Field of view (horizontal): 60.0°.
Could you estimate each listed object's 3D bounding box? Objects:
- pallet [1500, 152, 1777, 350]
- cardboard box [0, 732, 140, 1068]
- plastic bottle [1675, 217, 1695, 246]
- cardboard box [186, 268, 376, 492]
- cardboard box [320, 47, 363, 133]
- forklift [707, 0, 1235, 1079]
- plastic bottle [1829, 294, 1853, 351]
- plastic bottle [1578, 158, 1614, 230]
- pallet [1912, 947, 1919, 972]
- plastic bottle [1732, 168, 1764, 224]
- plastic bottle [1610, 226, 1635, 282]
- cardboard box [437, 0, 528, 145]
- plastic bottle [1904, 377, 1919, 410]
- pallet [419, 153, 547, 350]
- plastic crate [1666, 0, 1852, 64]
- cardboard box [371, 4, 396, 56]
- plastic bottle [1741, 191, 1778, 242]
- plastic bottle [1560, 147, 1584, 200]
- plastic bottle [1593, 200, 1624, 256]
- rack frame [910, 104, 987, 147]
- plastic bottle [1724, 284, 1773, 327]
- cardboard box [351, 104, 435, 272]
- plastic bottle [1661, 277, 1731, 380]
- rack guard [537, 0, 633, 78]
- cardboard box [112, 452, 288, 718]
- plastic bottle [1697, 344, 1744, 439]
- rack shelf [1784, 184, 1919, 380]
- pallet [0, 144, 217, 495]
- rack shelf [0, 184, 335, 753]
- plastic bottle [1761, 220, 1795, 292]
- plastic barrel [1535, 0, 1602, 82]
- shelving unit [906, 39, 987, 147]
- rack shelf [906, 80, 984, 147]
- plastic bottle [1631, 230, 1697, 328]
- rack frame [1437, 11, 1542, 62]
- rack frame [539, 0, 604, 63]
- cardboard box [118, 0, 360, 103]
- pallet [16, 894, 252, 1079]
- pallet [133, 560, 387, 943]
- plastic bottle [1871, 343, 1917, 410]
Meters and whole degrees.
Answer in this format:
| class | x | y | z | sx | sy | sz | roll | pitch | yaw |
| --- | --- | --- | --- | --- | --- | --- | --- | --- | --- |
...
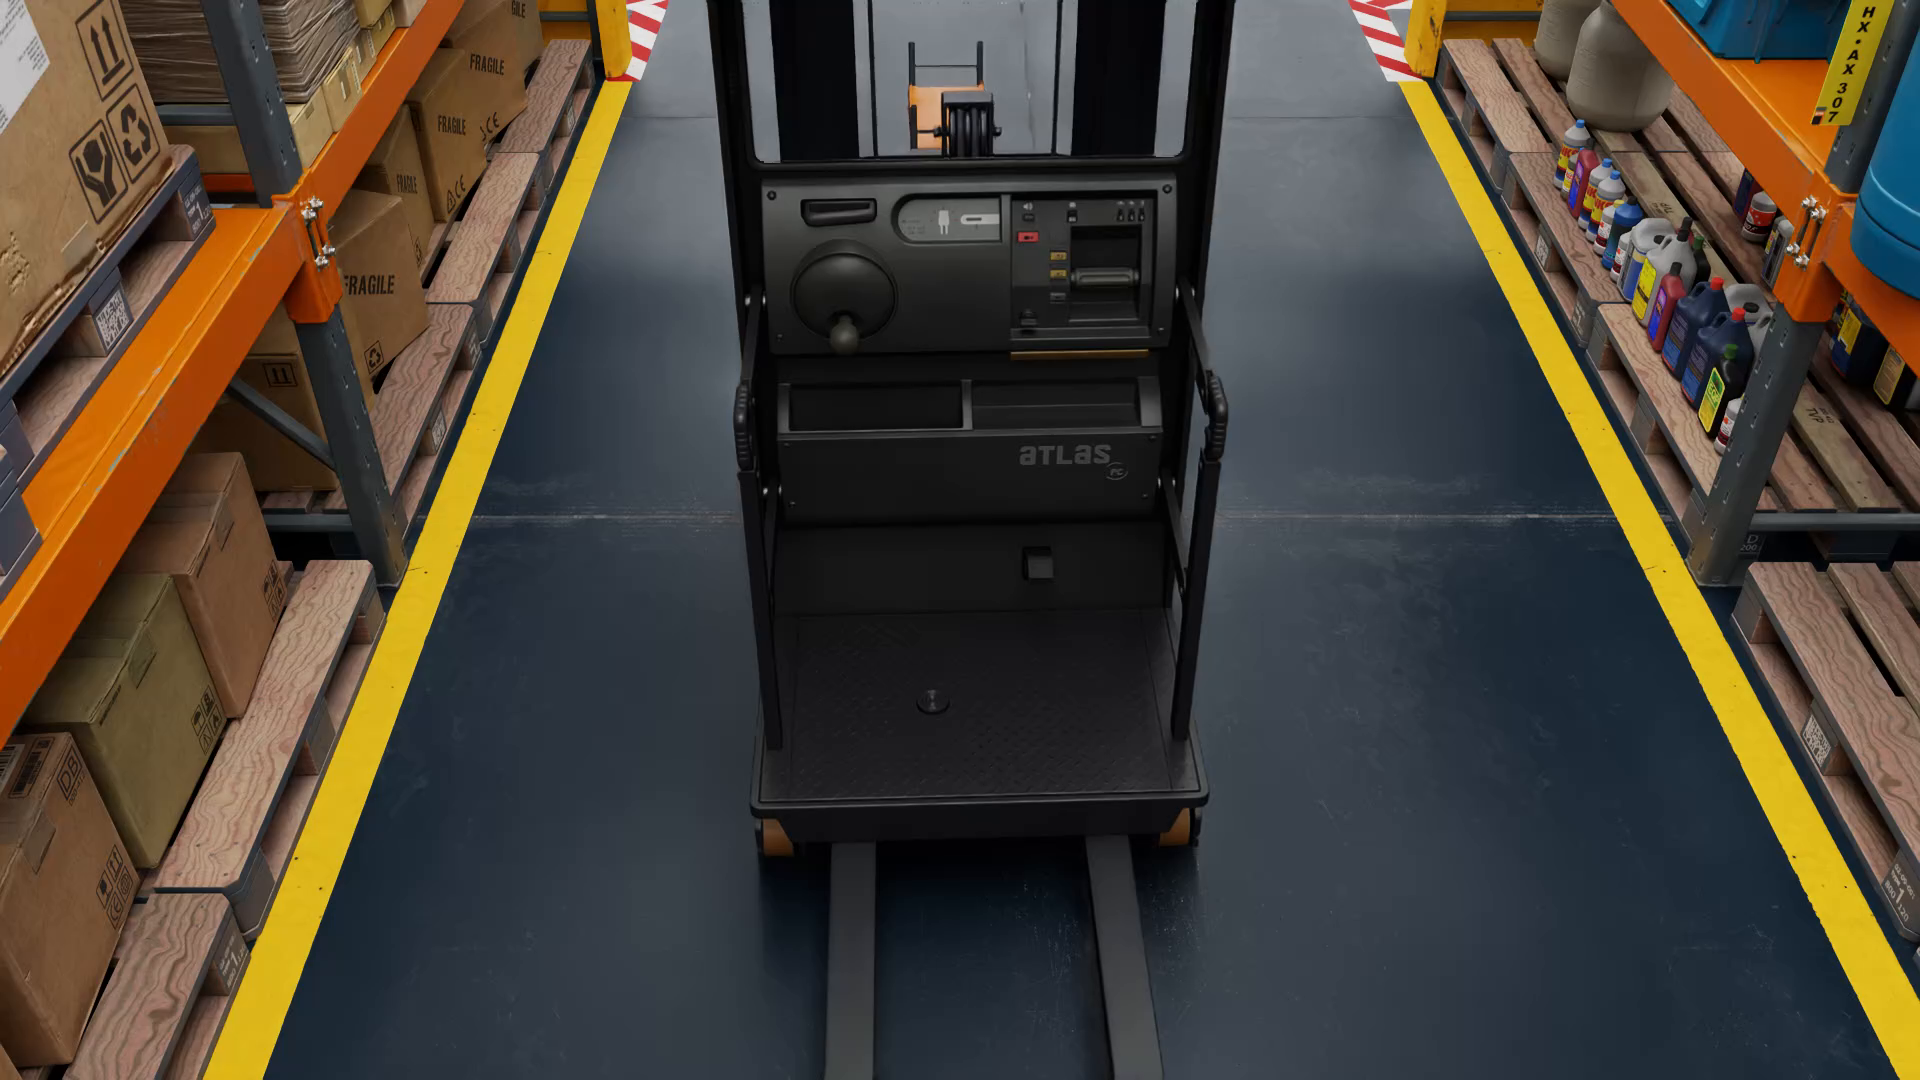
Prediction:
| class | x | y | z | sx | sy | sz | roll | pitch | yaw |
| --- | --- | --- | --- | --- | --- | --- | --- | --- | --- |
| pallet | 2.783 | -1.157 | 6.525 | 1.003 | 0.211 | 1.213 | 0 | 39 | 0 |
| cardboard box | -2.245 | 0.779 | 3.526 | 0.700 | 0.500 | 0.500 | -3 | 39 | -4 |
| plastic bottle | 2.567 | -0.999 | 5.918 | 0.061 | 0.283 | 0.133 | 0 | 39 | 0 |
| cardboard box | -2.167 | -0.495 | 5.133 | 0.500 | 0.500 | 0.500 | -1 | 39 | -1 |
| cardboard box | -1.894 | -1.250 | 4.612 | 0.380 | 0.149 | 0.250 | 0 | 39 | 0 |
| forklift | 0.033 | -0.545 | 3.586 | 1.130 | 2.935 | 3.031 | -1 | 39 | -2 |
| plastic bottle | 3.039 | -0.763 | 5.633 | 0.097 | 0.271 | 0.097 | 0 | 39 | 0 |
| plastic bottle | 2.432 | -1.320 | 6.329 | 0.097 | 0.271 | 0.097 | 0 | 39 | 0 |
| pallet | 2.790 | 1.284 | 3.479 | 1.003 | 0.211 | 1.213 | 0 | 39 | 0 |
| plastic bottle | 3.048 | -1.367 | 6.378 | 0.061 | 0.283 | 0.133 | 0 | 39 | 0 |
| plastic bottle | 2.433 | -1.040 | 6.035 | 0.097 | 0.201 | 0.097 | 0 | 39 | 0 |
| cardboard box | -2.192 | -1.982 | 6.988 | 0.500 | 0.500 | 0.500 | 10 | 40 | 12 |
| plastic bottle | 3.156 | -0.571 | 5.390 | 0.152 | 0.276 | 0.135 | 1 | 39 | 2 |
| pallet | -2.247 | -1.153 | 6.521 | 1.003 | 0.211 | 1.213 | 0 | 39 | 0 |
| plastic crate | 2.473 | -1.694 | 5.084 | 0.499 | 0.251 | 0.616 | 0 | 39 | 0 |
| cardboard box | -1.931 | -1.562 | 5.002 | 0.380 | 0.149 | 0.250 | 0 | 39 | 0 |
| plastic bottle | 3.030 | -1.237 | 6.281 | 0.097 | 0.201 | 0.097 | 0 | 39 | 0 |
| plastic bottle | 2.432 | -1.443 | 6.537 | 0.097 | 0.201 | 0.097 | 0 | 39 | 0 |
| plastic bottle | 2.433 | -1.169 | 6.195 | 0.097 | 0.201 | 0.097 | 0 | 39 | 0 |
| rack frame | -0.029 | -0.829 | 5.325 | 0.240 | 1.200 | 0.015 | -1 | 39 | -2 |
| plastic bottle | 2.605 | -0.708 | 5.560 | 0.152 | 0.276 | 0.135 | 0 | 39 | 0 |
| cardboard box | -2.255 | -1.242 | 6.064 | 0.500 | 0.500 | 0.500 | -3 | 39 | -4 |
| plastic bottle | 2.457 | -0.721 | 5.517 | 0.144 | 0.351 | 0.185 | -2 | 39 | -2 |
| rack guard | -2.211 | -2.535 | 8.014 | 1.175 | 0.500 | 0.348 | 0 | 39 | 0 |
| cardboard box | -2.228 | 0.131 | 4.335 | 0.700 | 0.500 | 0.500 | -3 | 39 | -4 |
| plastic bottle | 2.416 | -0.473 | 5.261 | 0.061 | 0.283 | 0.133 | 2 | 39 | 2 |
| rack shelf | 2.748 | 0.471 | 2.839 | 1.077 | 0.370 | 4.000 | 0 | 39 | 0 |
| pallet | -2.351 | -0.504 | 3.633 | 1.003 | 0.211 | 1.213 | 0 | 39 | 0 |
| rack shelf | -2.205 | 0.475 | 2.834 | 1.077 | 0.370 | 4.000 | 0 | 39 | 0 |
| plastic bottle | 3.011 | -1.042 | 5.978 | 0.152 | 0.276 | 0.135 | 0 | 39 | 0 |
| plastic barrel | 2.819 | -2.343 | 7.429 | 0.421 | 0.512 | 0.421 | 0 | 39 | 0 |
| shelving unit | -0.038 | -0.981 | 5.515 | 0.258 | 1.200 | 0.503 | -1 | 39 | -2 |
| rack shelf | -0.038 | -1.288 | 5.269 | 0.258 | 0.148 | 0.480 | -1 | 39 | -2 |
| plastic bottle | 2.457 | -0.923 | 5.769 | 0.144 | 0.351 | 0.185 | 0 | 39 | 0 |
| rack frame | 2.742 | -3.562 | 7.296 | 1.000 | 3.000 | 0.127 | 0 | 39 | 0 |
| rack frame | -2.211 | -3.558 | 7.291 | 1.000 | 3.000 | 0.127 | 0 | 39 | 0 |
| cardboard box | -2.145 | -1.493 | 4.397 | 0.875 | 0.500 | 0.500 | 0 | 39 | 0 |
| pallet | -2.200 | 1.283 | 3.480 | 1.003 | 0.211 | 1.213 | 0 | 39 | 0 |
| pallet | -2.204 | 0.518 | 4.435 | 1.003 | 0.211 | 1.213 | 0 | 39 | 0 |
| plastic bottle | 3.050 | -0.573 | 5.387 | 0.061 | 0.283 | 0.133 | 0 | 39 | 0 |
